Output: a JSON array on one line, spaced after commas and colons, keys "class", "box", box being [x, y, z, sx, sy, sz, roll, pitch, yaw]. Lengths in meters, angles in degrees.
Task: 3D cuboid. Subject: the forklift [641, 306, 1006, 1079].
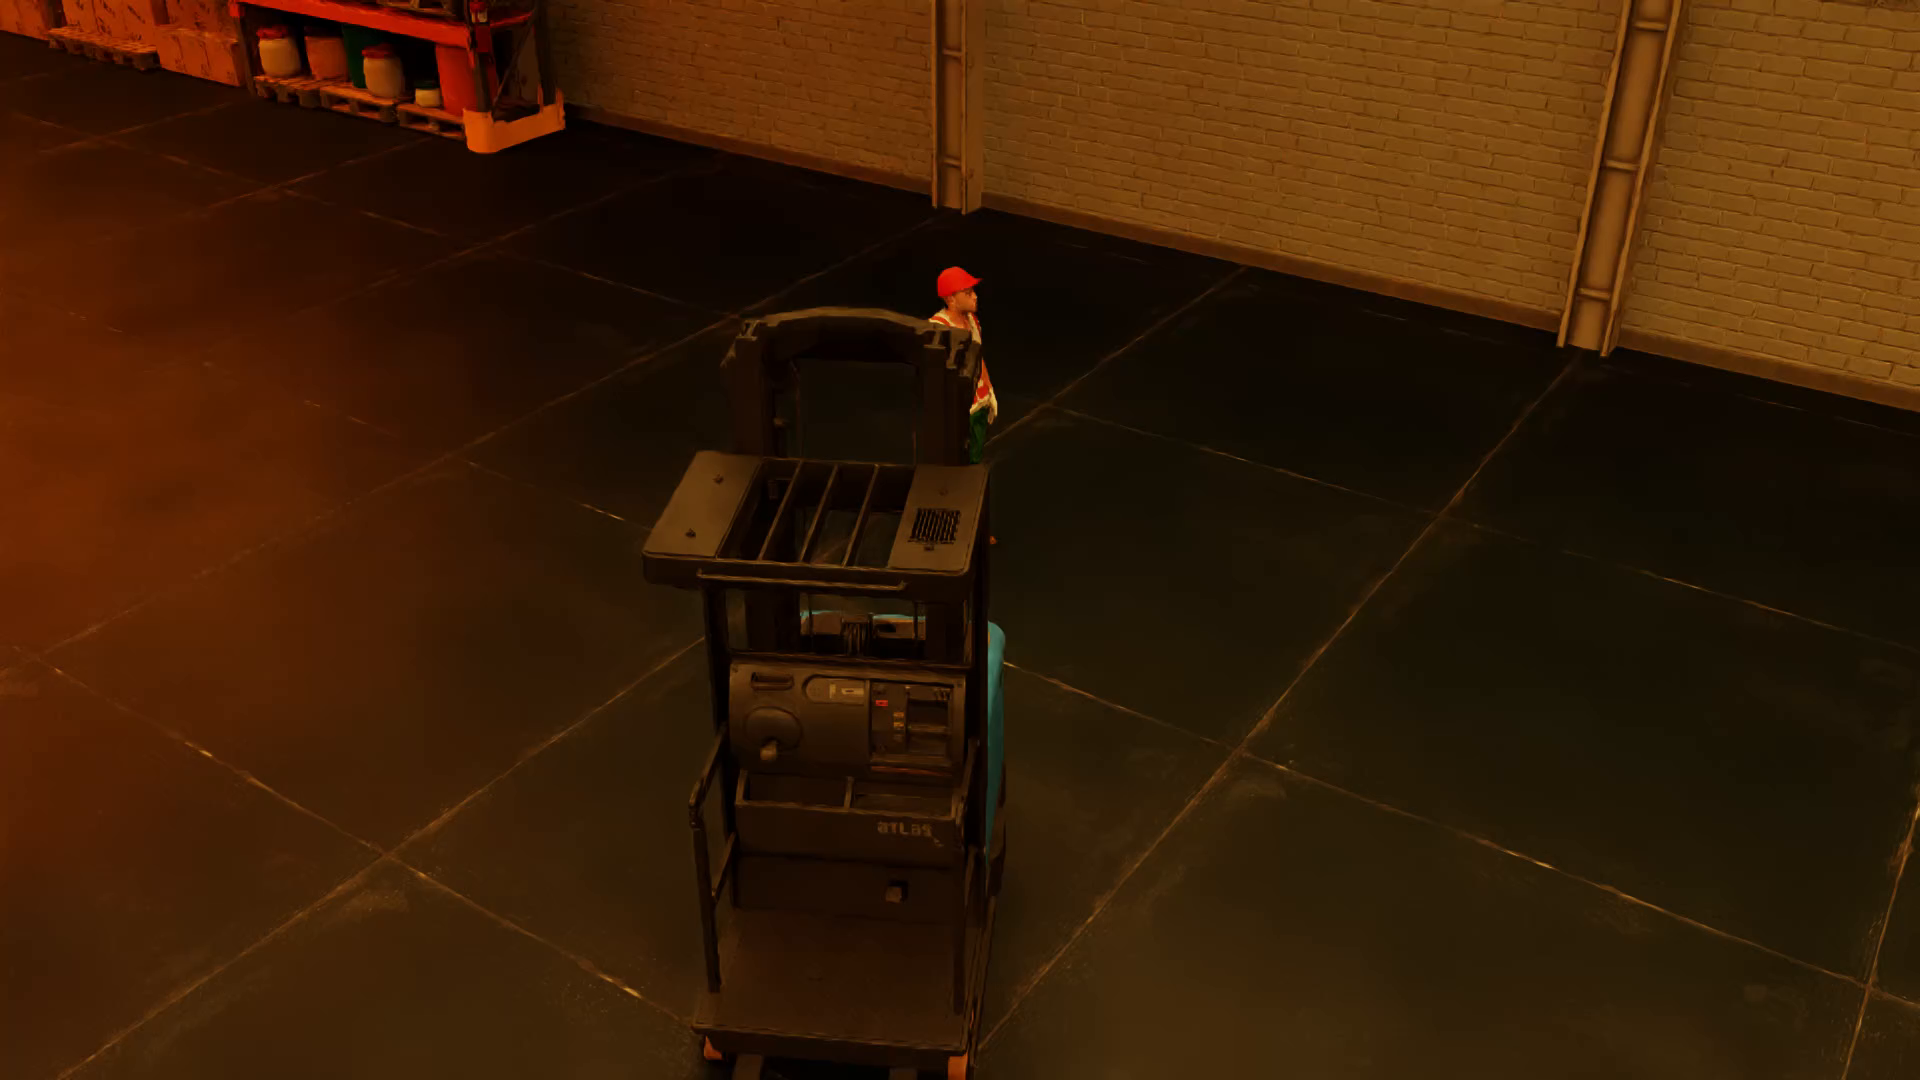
[{"class": "forklift", "box": [-0.464, 0.740, 6.308, 1.130, 2.935, 3.031, 3, 30, 6]}]

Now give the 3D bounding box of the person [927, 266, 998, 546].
[{"class": "person", "box": [0.060, -0.752, 10.000, 0.563, 1.787, 0.637, 19, 35, 29]}]
